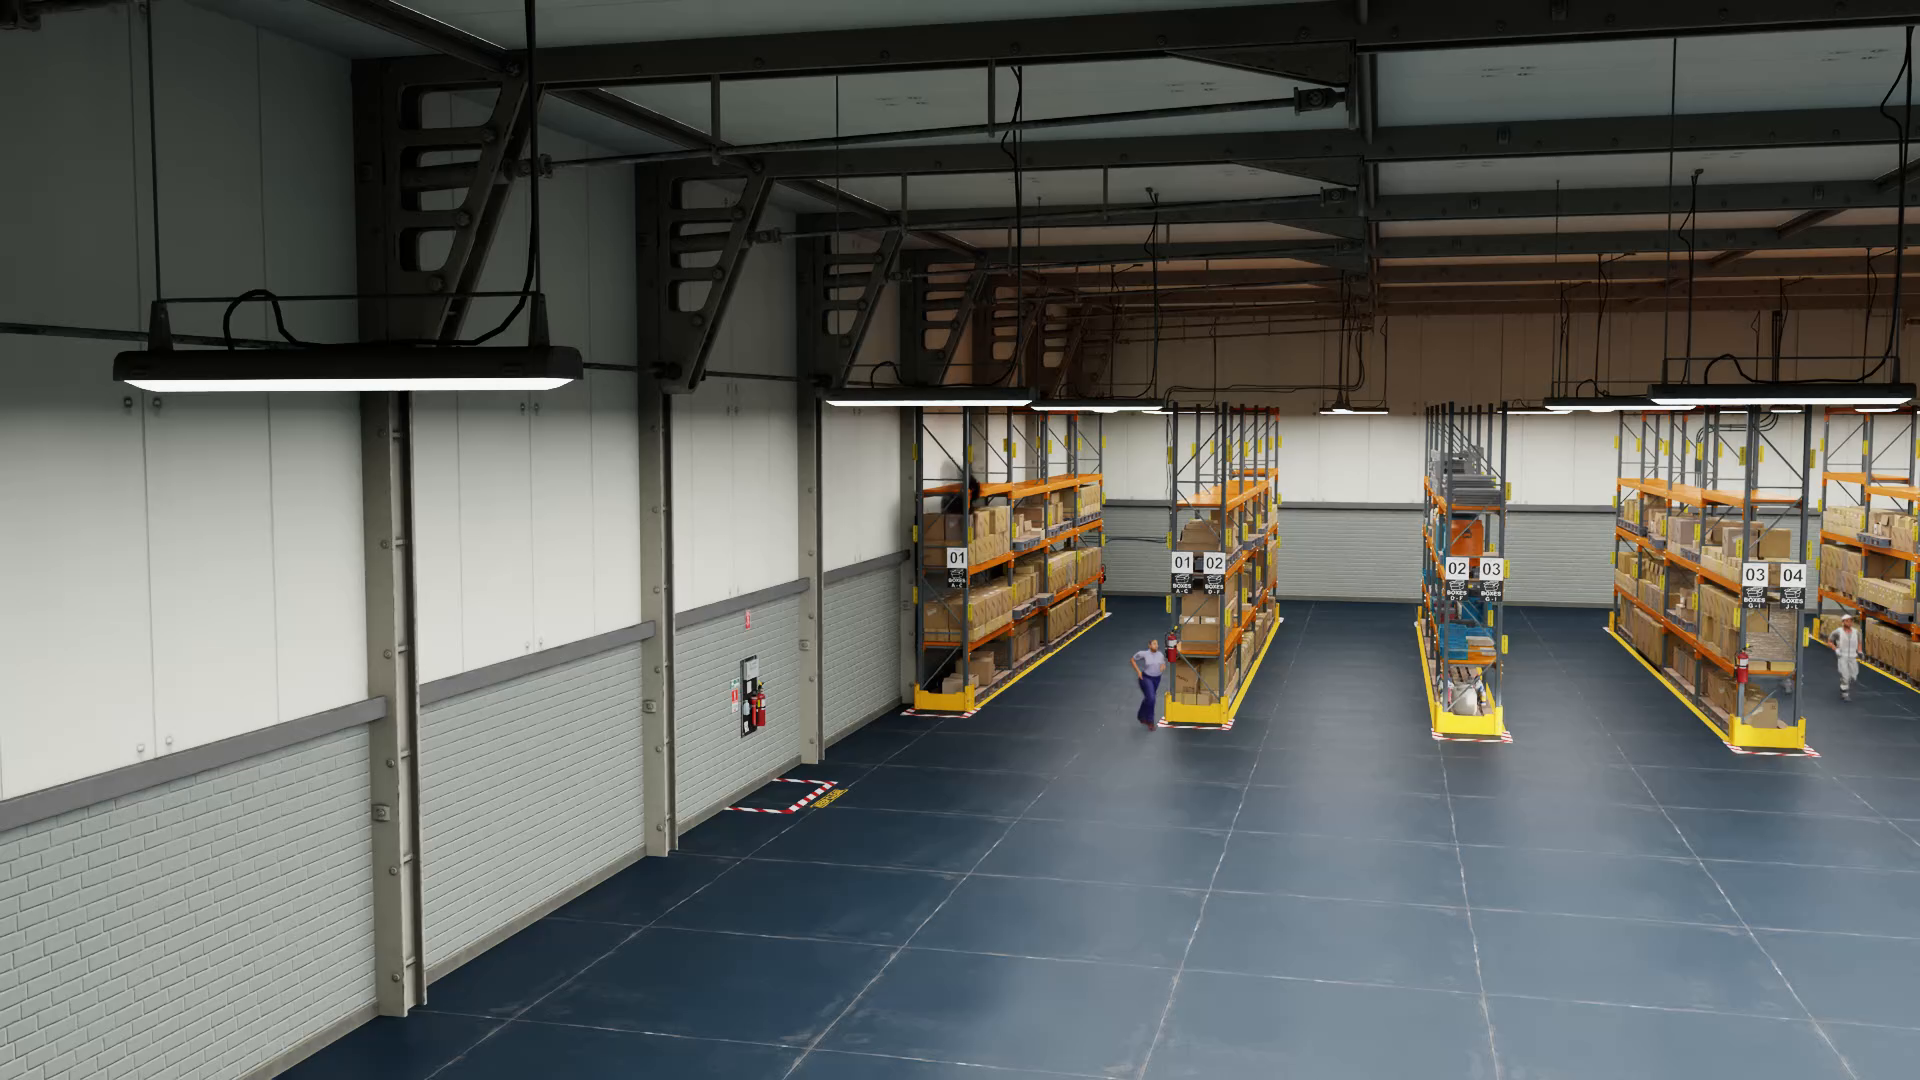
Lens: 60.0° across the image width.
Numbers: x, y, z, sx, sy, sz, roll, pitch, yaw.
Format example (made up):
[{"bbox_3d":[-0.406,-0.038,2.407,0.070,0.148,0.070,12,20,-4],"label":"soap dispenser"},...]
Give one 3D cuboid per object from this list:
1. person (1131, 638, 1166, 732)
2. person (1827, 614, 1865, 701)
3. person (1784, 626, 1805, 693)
[{"bbox_3d":[3.494,2.635,30.576,0.599,1.661,0.757,-2,5,-29],"label":"person"},{"bbox_3d":[17.925,2.372,33.689,0.656,1.745,0.615,1,4,8],"label":"person"},{"bbox_3d":[17.434,2.341,34.852,0.574,1.704,0.794,1,4,16],"label":"person"}]
